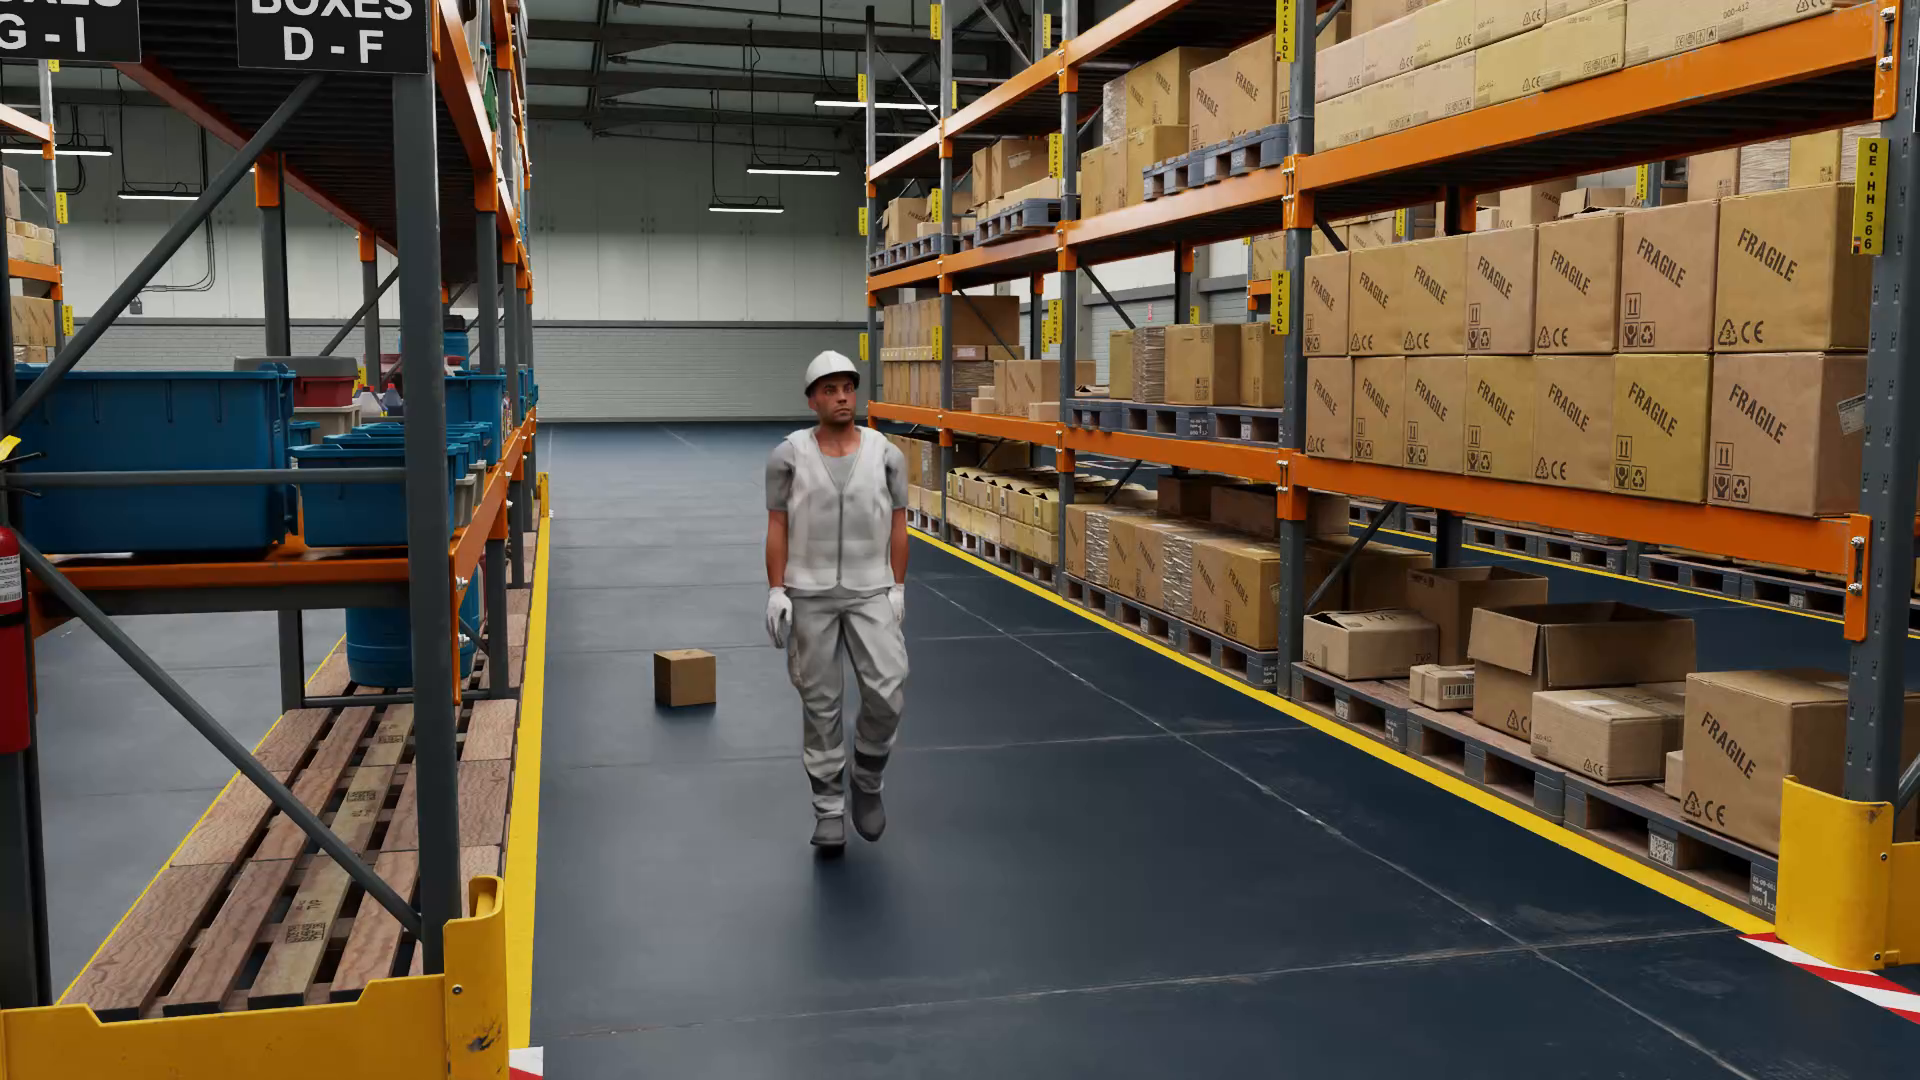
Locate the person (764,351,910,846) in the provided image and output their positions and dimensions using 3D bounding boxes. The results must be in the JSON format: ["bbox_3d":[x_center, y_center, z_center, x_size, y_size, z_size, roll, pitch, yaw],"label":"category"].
[{"bbox_3d":[-0.436,0.221,5.982,0.534,1.795,0.448,-1,6,-7],"label":"person"}]
